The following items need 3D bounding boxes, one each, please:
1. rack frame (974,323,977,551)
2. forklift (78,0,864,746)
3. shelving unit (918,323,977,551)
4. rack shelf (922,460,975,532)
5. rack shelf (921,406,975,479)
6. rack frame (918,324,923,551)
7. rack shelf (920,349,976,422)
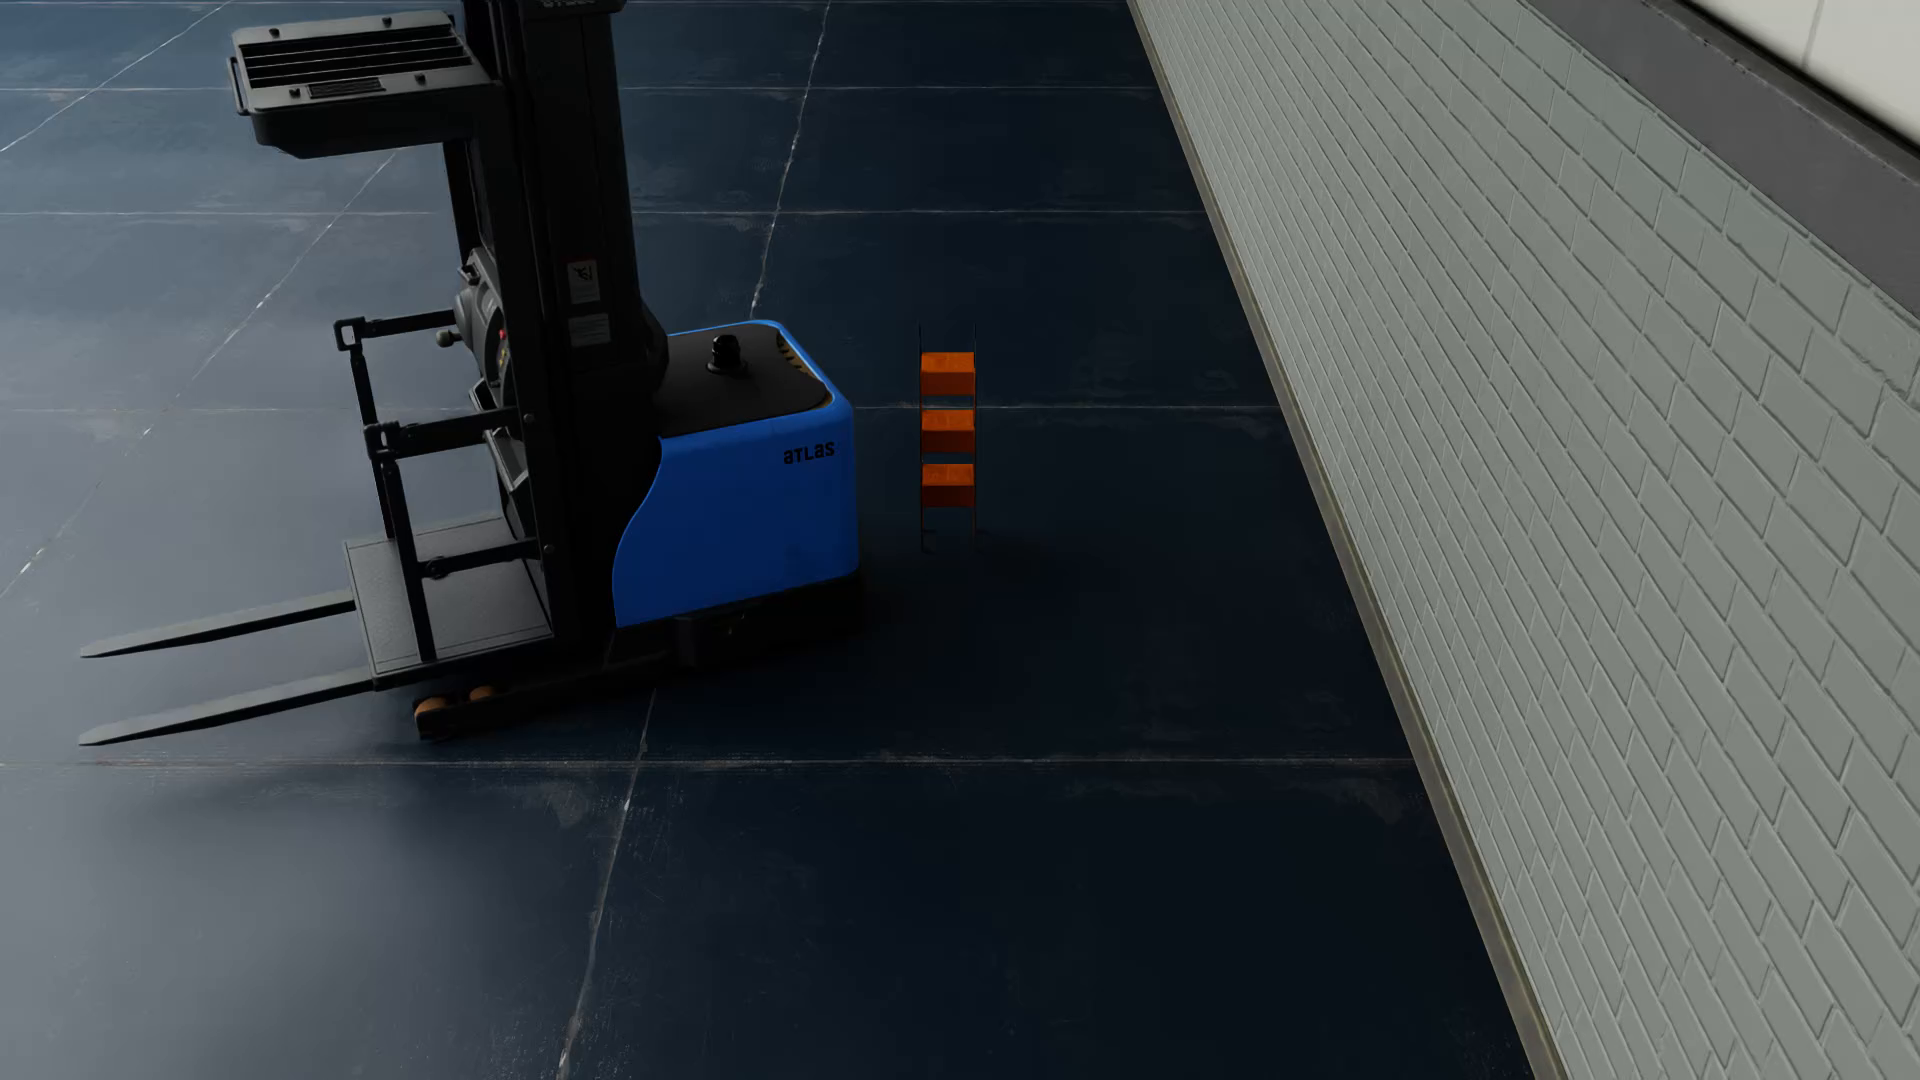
[{"bbox_3d":[0.068,-0.449,7.478,0.008,1.050,0.200,0,31,0],"label":"rack frame"},{"bbox_3d":[-1.973,-0.786,6.219,3.031,2.935,1.130,-13,34,-20],"label":"forklift"},{"bbox_3d":[-0.054,-0.449,7.477,0.252,1.050,0.215,0,31,0],"label":"shelving unit"},{"bbox_3d":[-0.054,-0.202,7.627,0.240,0.259,0.215,0,31,0],"label":"rack shelf"},{"bbox_3d":[-0.054,-0.440,7.483,0.240,0.259,0.215,0,31,0],"label":"rack shelf"},{"bbox_3d":[-0.176,-0.448,7.477,0.008,1.050,0.200,0,31,0],"label":"rack frame"},{"bbox_3d":[-0.054,-0.682,7.336,0.240,0.259,0.215,0,31,0],"label":"rack shelf"}]
